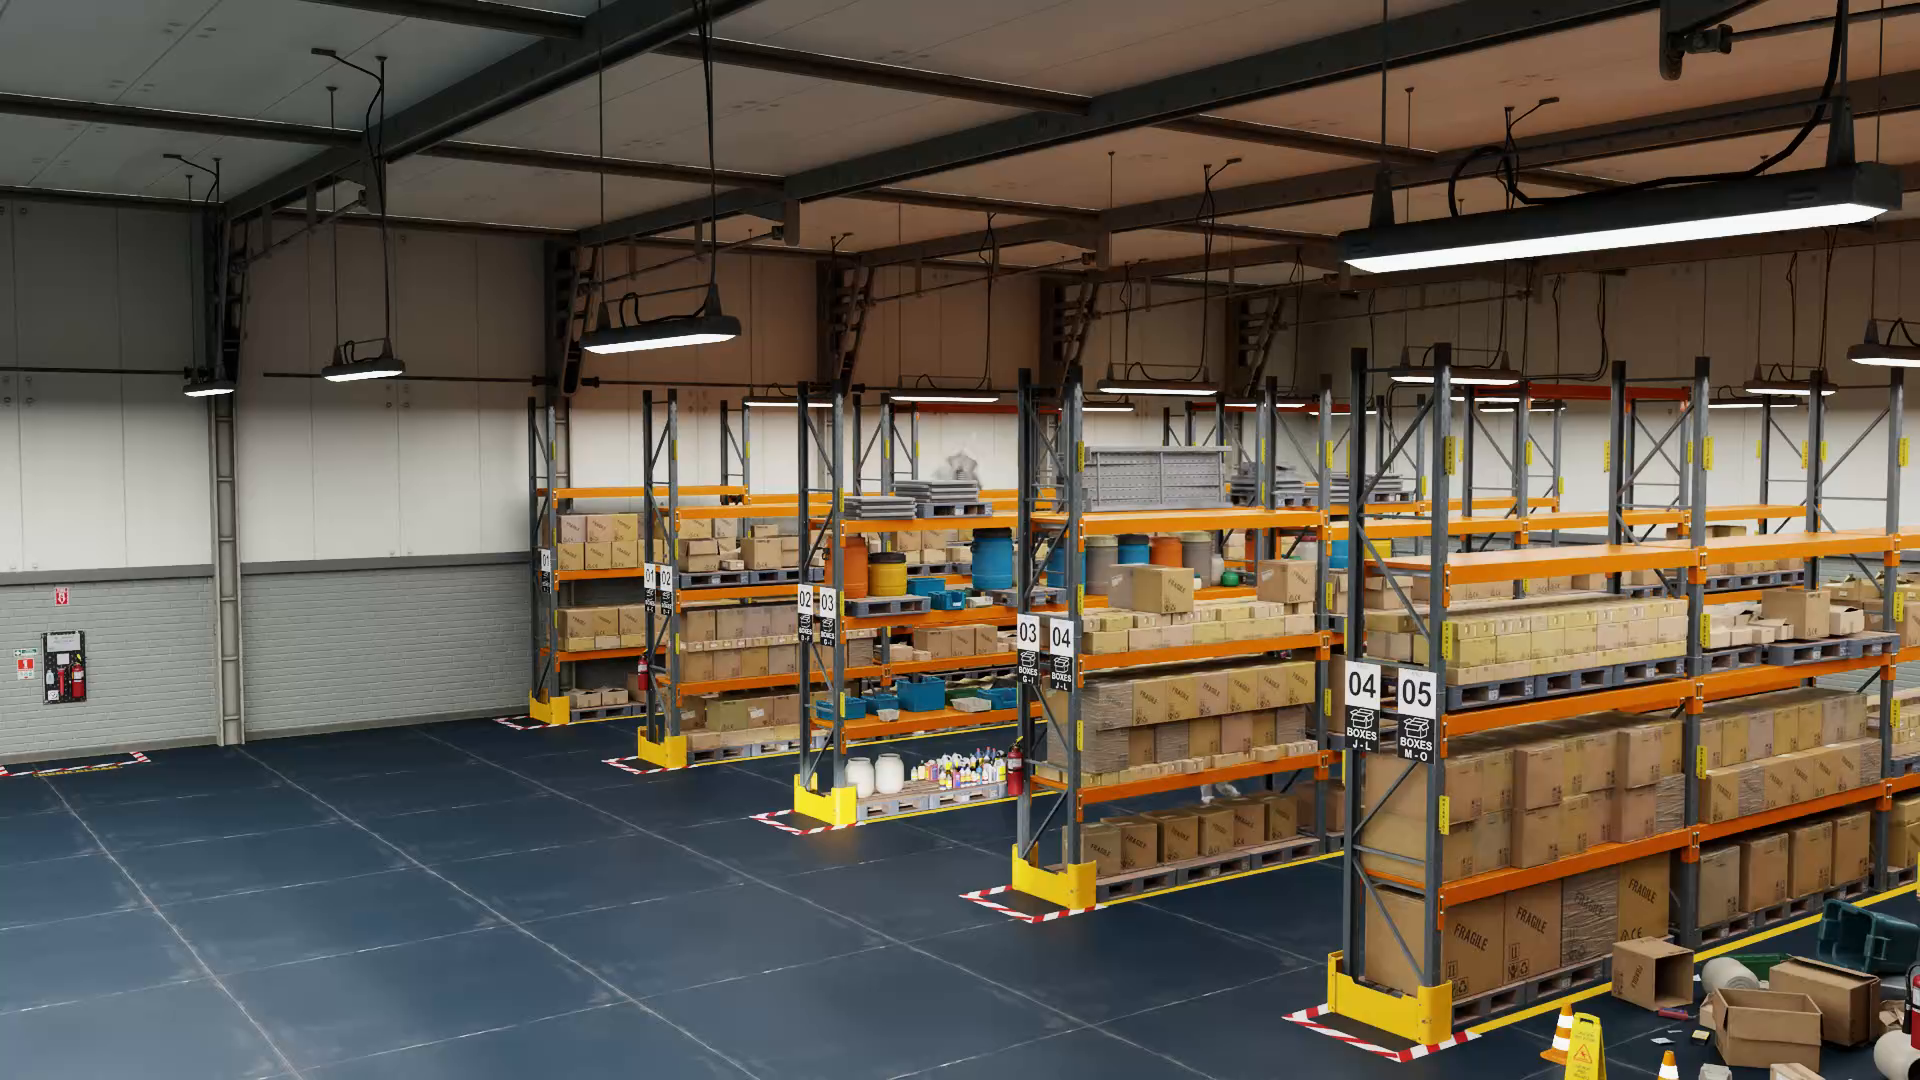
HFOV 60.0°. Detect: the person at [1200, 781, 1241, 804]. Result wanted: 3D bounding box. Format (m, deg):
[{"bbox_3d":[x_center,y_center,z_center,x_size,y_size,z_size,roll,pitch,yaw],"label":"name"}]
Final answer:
[{"bbox_3d":[3.505,2.944,22.500,0.863,1.790,0.663,-2,4,-35],"label":"person"}]
